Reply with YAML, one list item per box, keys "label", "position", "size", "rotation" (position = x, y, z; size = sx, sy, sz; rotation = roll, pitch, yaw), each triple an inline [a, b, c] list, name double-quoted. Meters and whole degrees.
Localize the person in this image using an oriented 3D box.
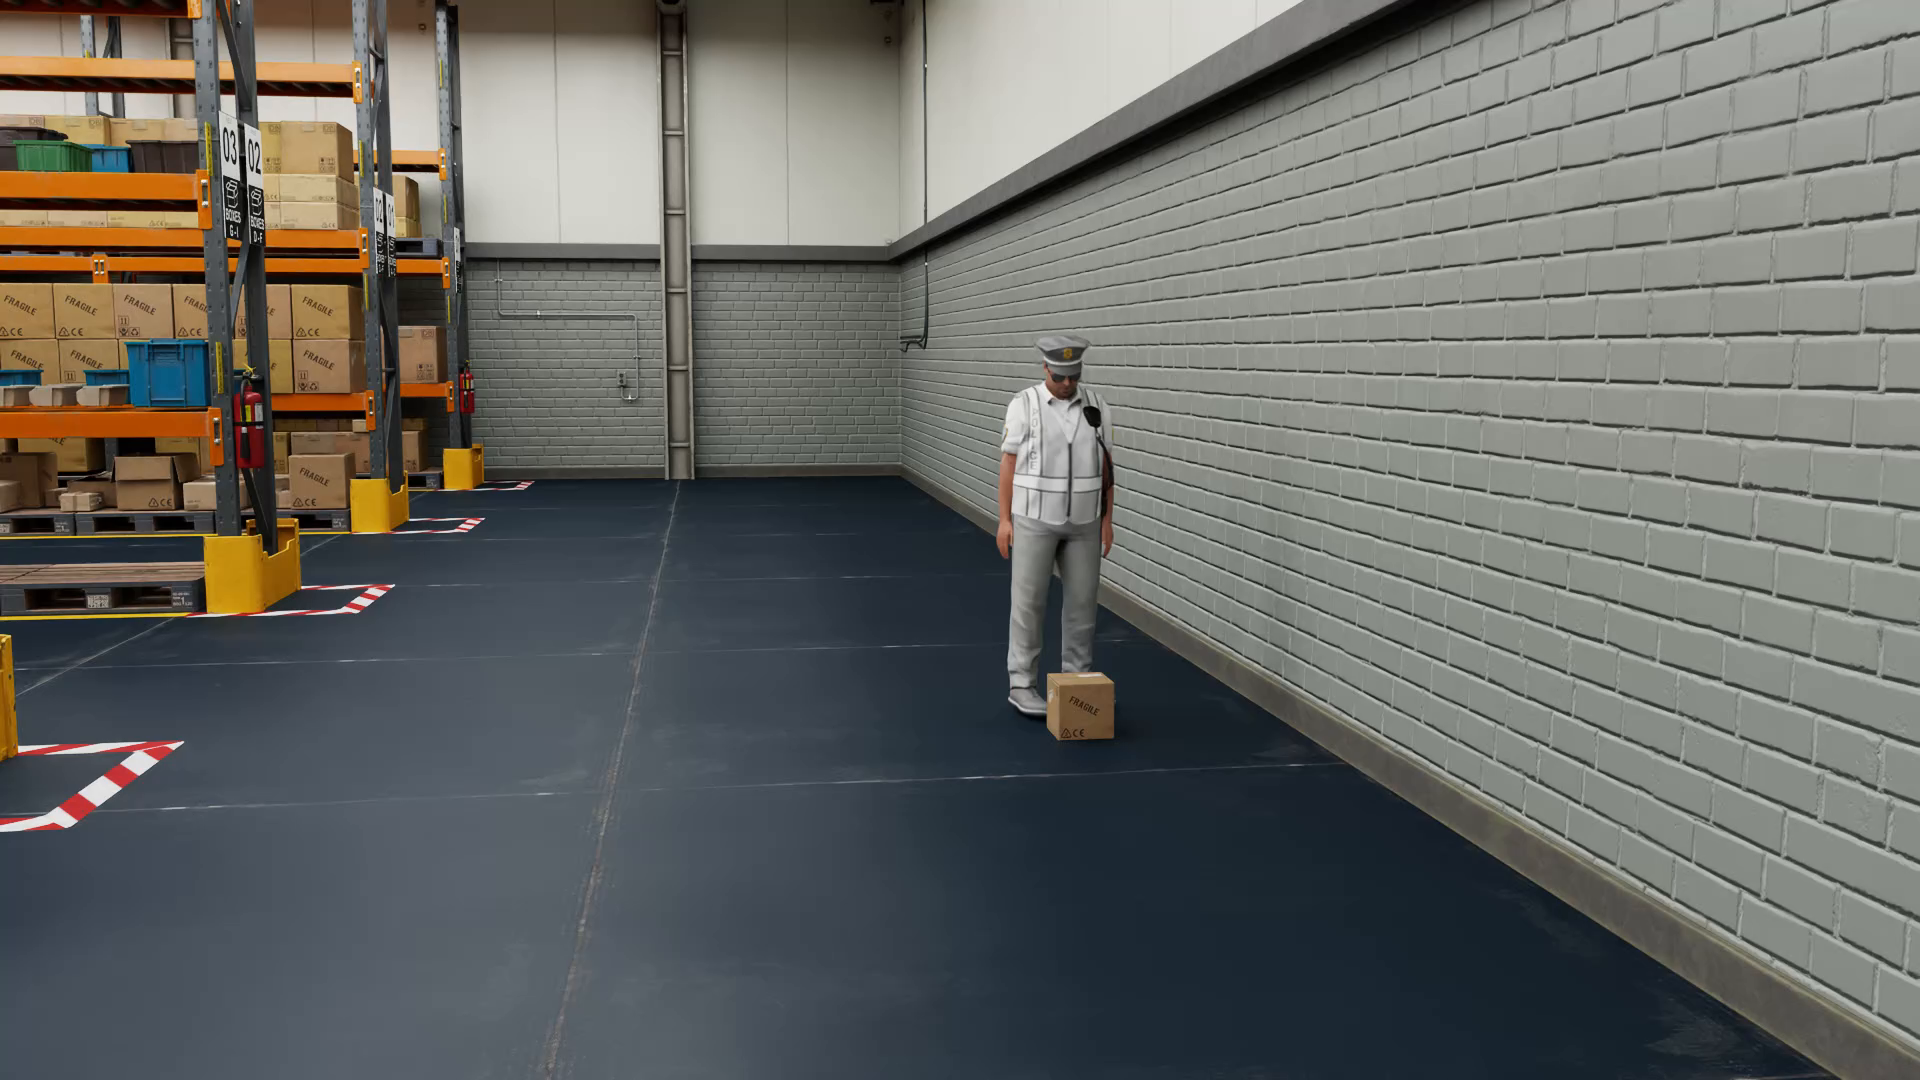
- label: "person"
  position: [0.468, -0.078, 7.743]
  size: [0.560, 1.738, 0.453]
  rotation: [-2, 7, -14]
